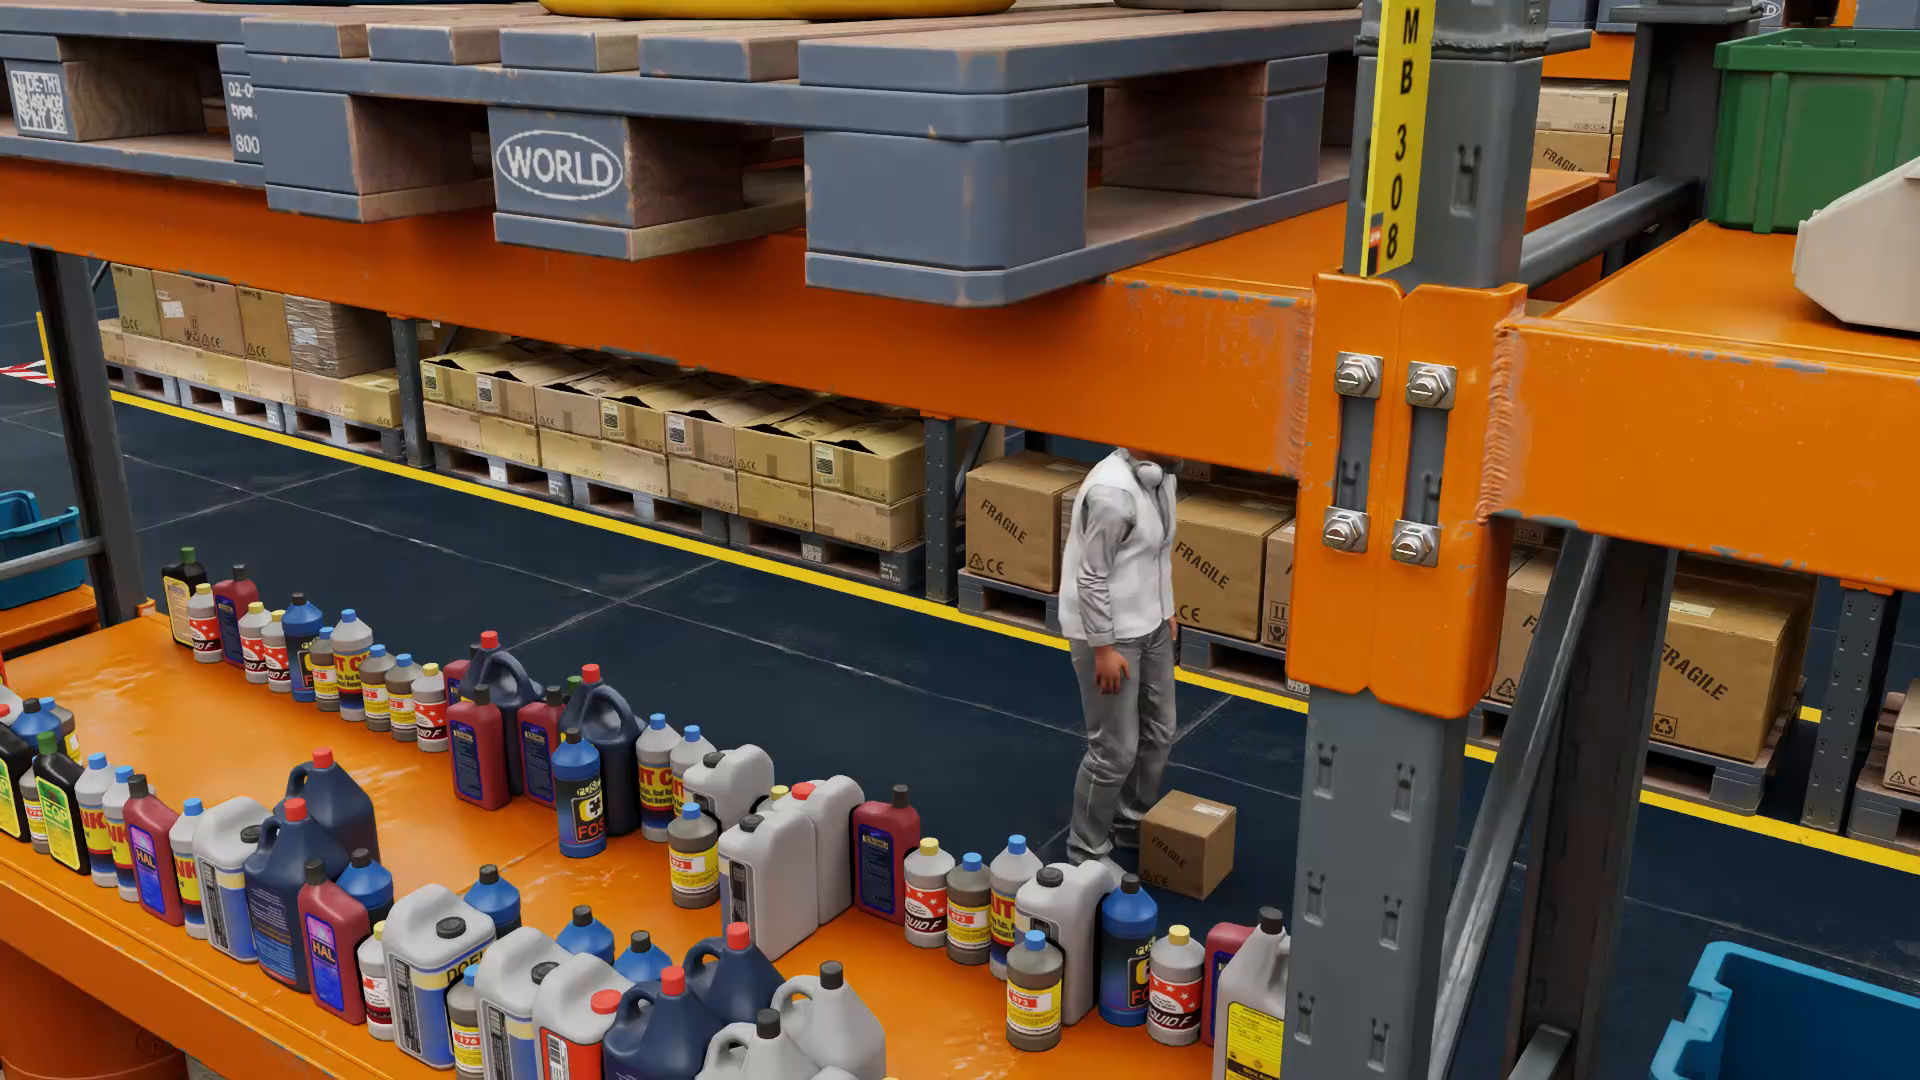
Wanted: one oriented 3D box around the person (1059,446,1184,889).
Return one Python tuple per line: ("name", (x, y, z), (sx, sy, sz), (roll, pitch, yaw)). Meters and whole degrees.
("person", (0.585, 0.298, 5.696), (0.471, 1.772, 0.594), (11, 23, 29))
